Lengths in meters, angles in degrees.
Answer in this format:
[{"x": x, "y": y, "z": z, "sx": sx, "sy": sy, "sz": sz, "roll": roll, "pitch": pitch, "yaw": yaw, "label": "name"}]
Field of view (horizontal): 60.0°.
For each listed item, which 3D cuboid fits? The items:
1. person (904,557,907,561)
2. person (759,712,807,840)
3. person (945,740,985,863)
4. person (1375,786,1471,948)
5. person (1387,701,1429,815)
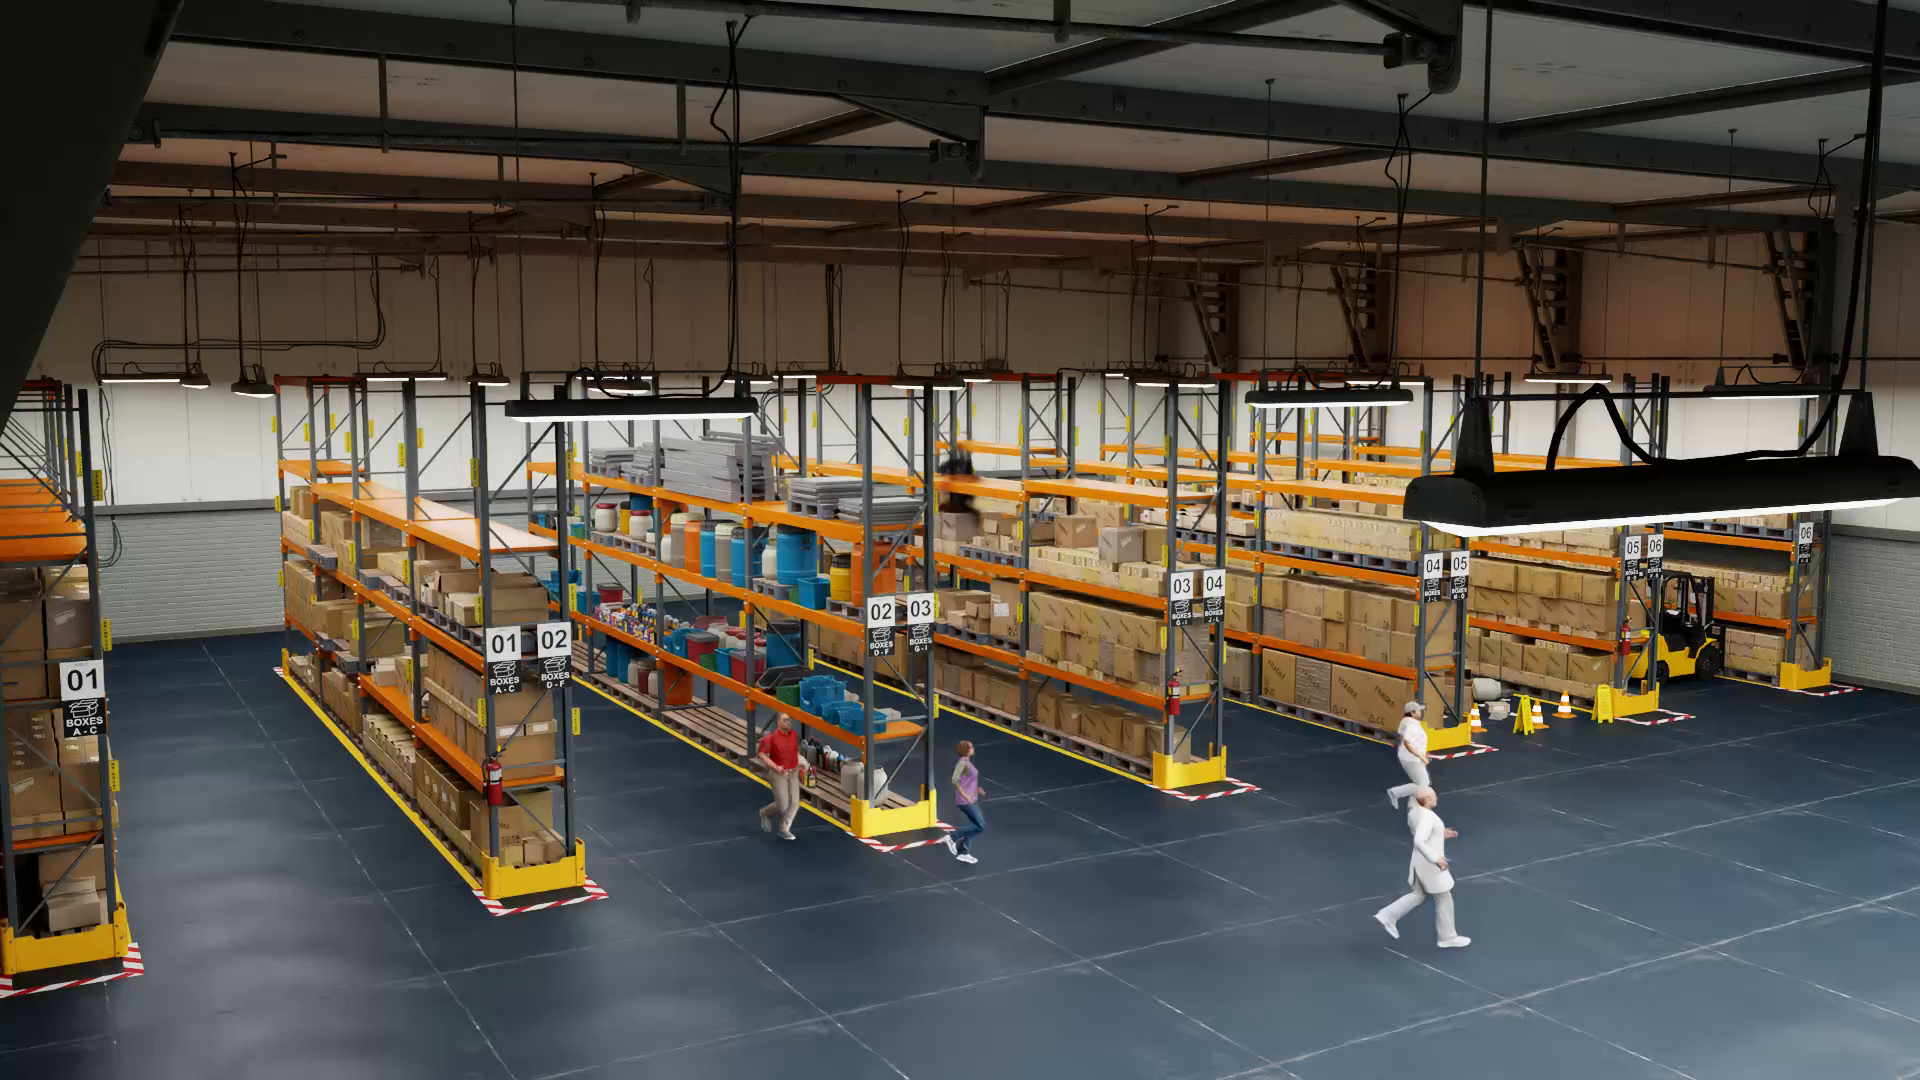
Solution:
[{"x": -1.288, "y": 1.214, "z": 39.277, "sx": 0.697, "sy": 1.661, "sz": 0.887, "roll": -2, "pitch": 7, "yaw": -21, "label": "person"}, {"x": -2.354, "y": 3.097, "z": 21.945, "sx": 0.595, "sy": 1.680, "sz": 0.649, "roll": 6, "pitch": 9, "yaw": 43, "label": "person"}, {"x": 0.070, "y": 3.290, "z": 20.925, "sx": 0.502, "sy": 1.553, "sz": 0.543, "roll": 0, "pitch": 6, "yaw": 1, "label": "person"}, {"x": 4.986, "y": 3.496, "z": 17.807, "sx": 1.027, "sy": 1.755, "sz": 0.715, "roll": -1, "pitch": 6, "yaw": -6, "label": "person"}, {"x": 6.188, "y": 3.028, "z": 22.952, "sx": 0.586, "sy": 1.629, "sz": 0.613, "roll": 1, "pitch": 6, "yaw": 5, "label": "person"}]
